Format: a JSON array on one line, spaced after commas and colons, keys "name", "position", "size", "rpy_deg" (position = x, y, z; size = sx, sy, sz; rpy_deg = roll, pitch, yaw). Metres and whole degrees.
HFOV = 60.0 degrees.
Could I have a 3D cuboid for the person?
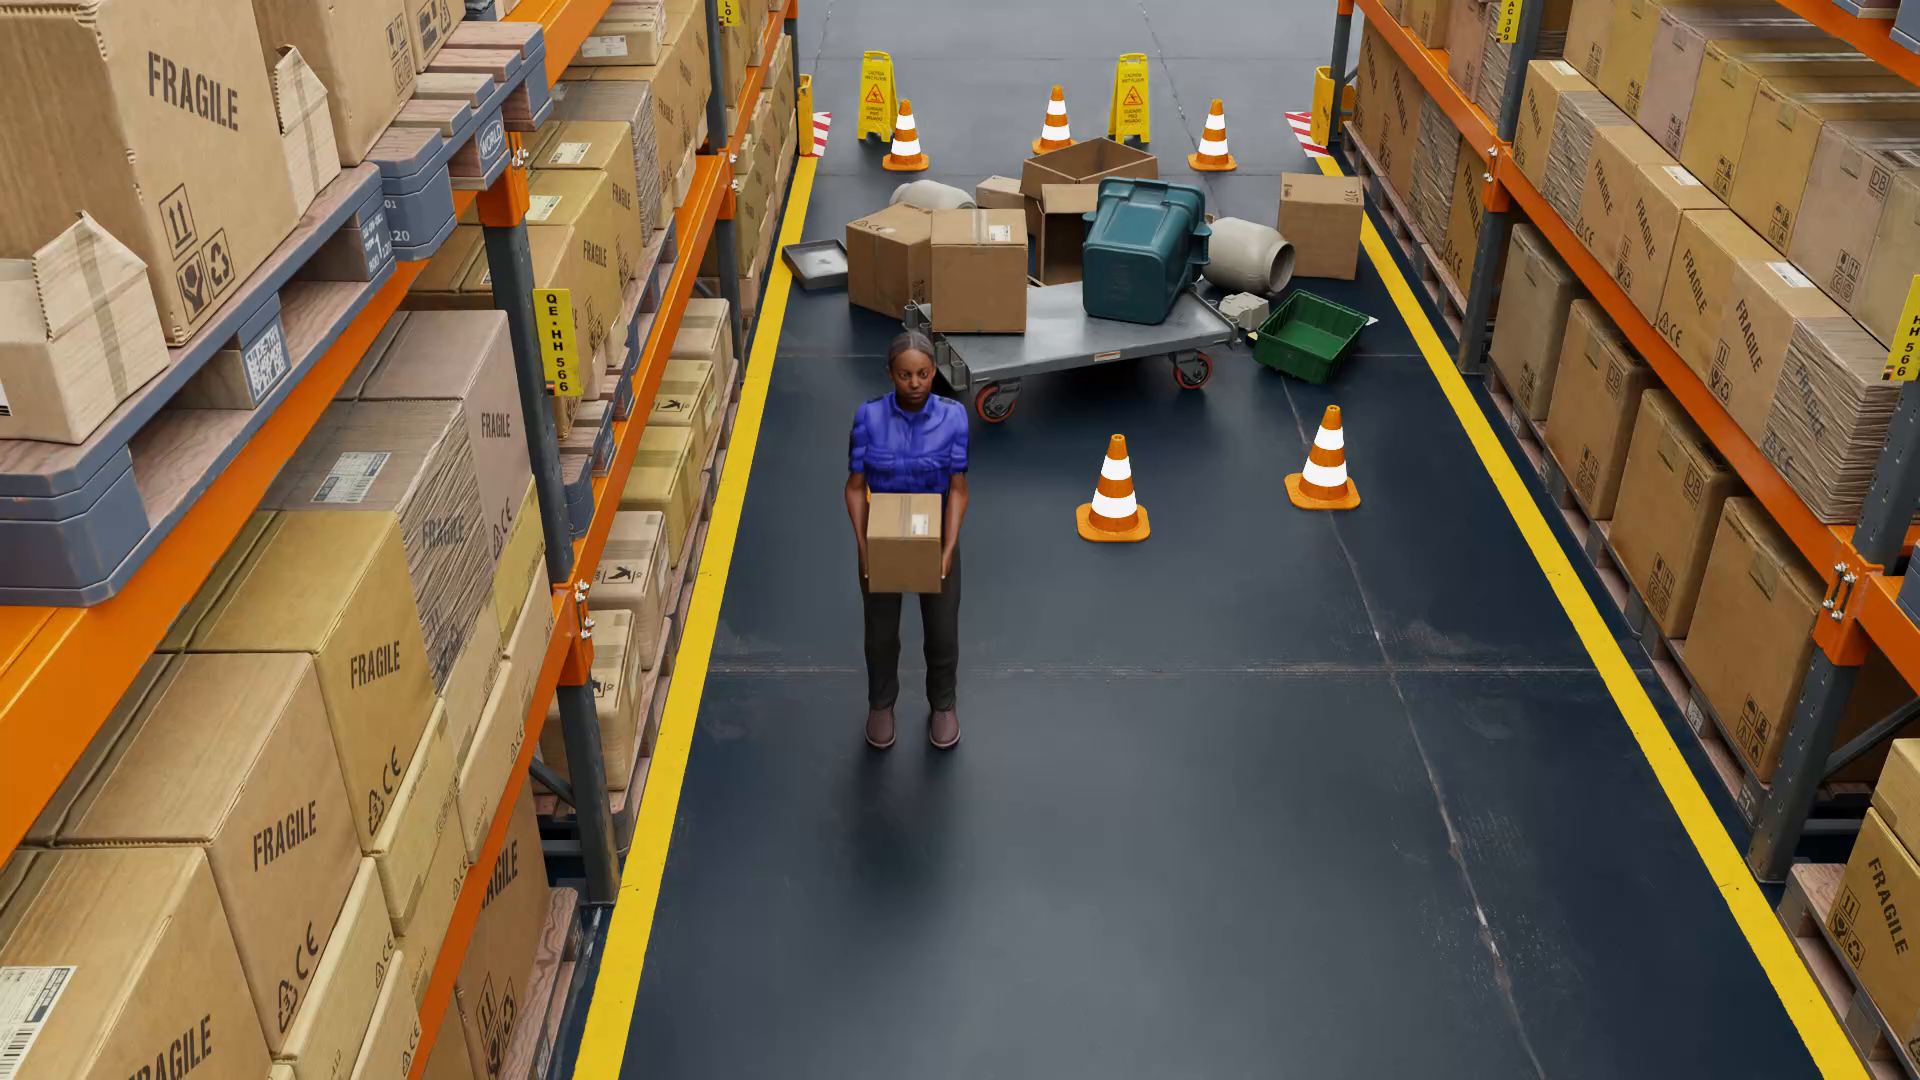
[{"name": "person", "position": [-0.189, 0.064, 6.047], "size": [0.451, 1.650, 0.518], "rpy_deg": [0, 32, 1]}]
